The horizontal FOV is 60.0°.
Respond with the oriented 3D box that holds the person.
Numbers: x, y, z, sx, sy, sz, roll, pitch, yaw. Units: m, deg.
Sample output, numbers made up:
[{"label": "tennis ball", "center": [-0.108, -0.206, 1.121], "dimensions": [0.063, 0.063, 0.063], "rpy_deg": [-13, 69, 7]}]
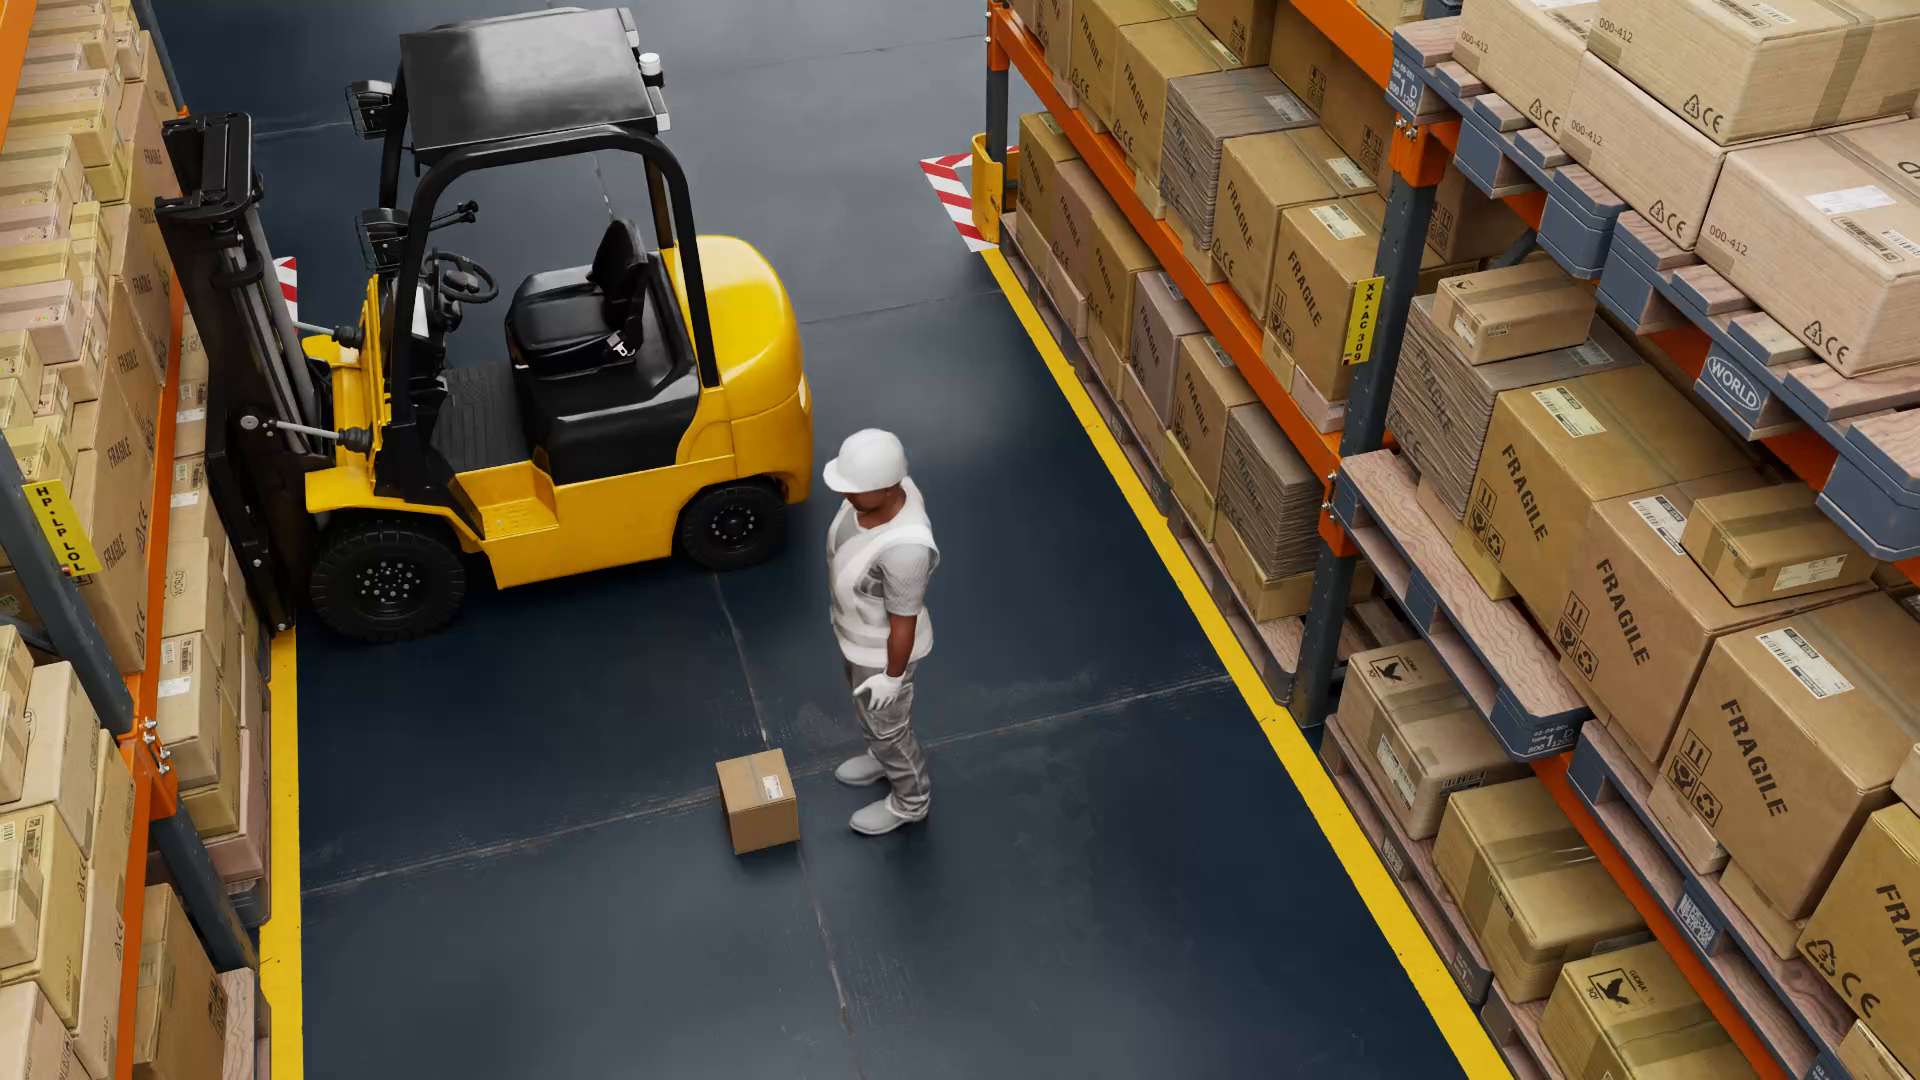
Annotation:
[{"label": "person", "center": [-0.272, 0.328, 5.784], "dimensions": [0.359, 1.779, 0.548], "rpy_deg": [-11, 43, -12]}]
